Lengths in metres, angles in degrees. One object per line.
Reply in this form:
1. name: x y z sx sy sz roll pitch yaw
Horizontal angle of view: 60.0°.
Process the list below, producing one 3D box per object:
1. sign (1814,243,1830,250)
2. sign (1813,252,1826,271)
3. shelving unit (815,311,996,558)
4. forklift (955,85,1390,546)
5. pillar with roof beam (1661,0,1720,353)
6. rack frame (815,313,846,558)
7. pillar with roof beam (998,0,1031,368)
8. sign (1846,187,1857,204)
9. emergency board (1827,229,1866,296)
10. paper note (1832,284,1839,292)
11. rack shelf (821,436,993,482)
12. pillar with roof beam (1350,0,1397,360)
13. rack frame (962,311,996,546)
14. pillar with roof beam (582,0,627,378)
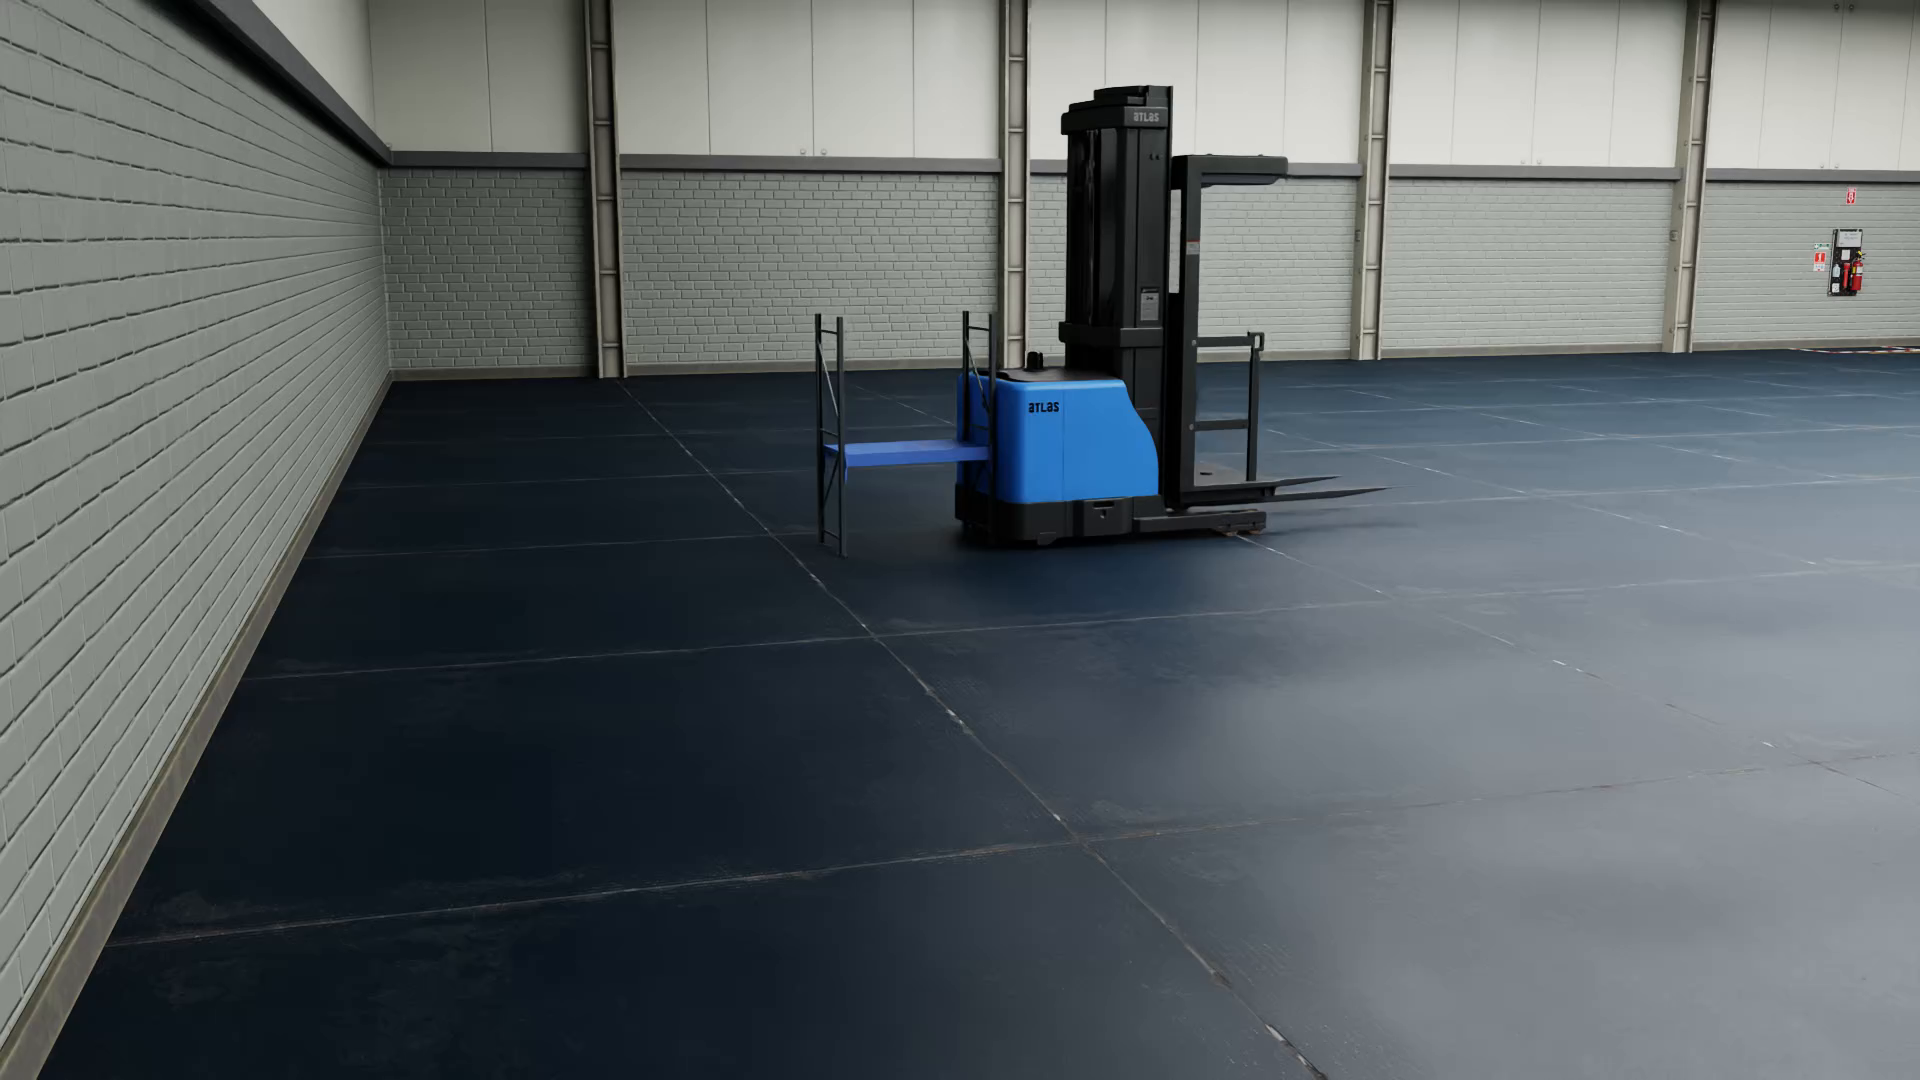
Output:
1. sign: 15.155 -5.164 29.248 0.331 0.109 0.001 -3 11 -16
2. sign: 15.148 -4.904 29.303 0.234 0.329 0.001 -3 11 -16
3. shelving unit: -0.350 -0.705 10.732 1.048 1.500 0.538 -4 11 -21
4. forklift: 1.534 -1.550 11.371 3.031 2.935 1.130 -4 11 -21
5. pillar with roof beam: 13.534 -6.914 23.746 0.400 9.000 9.100 -3 11 -16
6. rack frame: -0.822 -0.671 10.546 0.032 1.500 0.500 -4 11 -21
7. pillar with roof beam: 2.012 -6.306 20.448 0.400 9.000 9.100 -3 11 -16
8. sign: 15.672 -6.054 29.242 0.199 0.298 0.001 -3 11 -16
9. emergency board: 15.708 -4.897 29.360 0.643 1.169 0.194 -3 11 -16
10. paper note: 15.519 -4.467 29.457 0.142 0.148 0.016 -3 11 -16
11. rack shelf: -0.350 -0.528 10.764 1.000 0.185 0.538 -4 11 -21
12. pillar with roof beam: 7.773 -6.610 22.097 0.400 9.000 9.100 -3 11 -16
13. rack frame: 0.122 -0.739 10.917 0.032 1.500 0.500 -4 11 -21
14. pillar with roof beam: -3.749 -6.003 18.798 0.400 9.000 9.100 -3 11 -16
